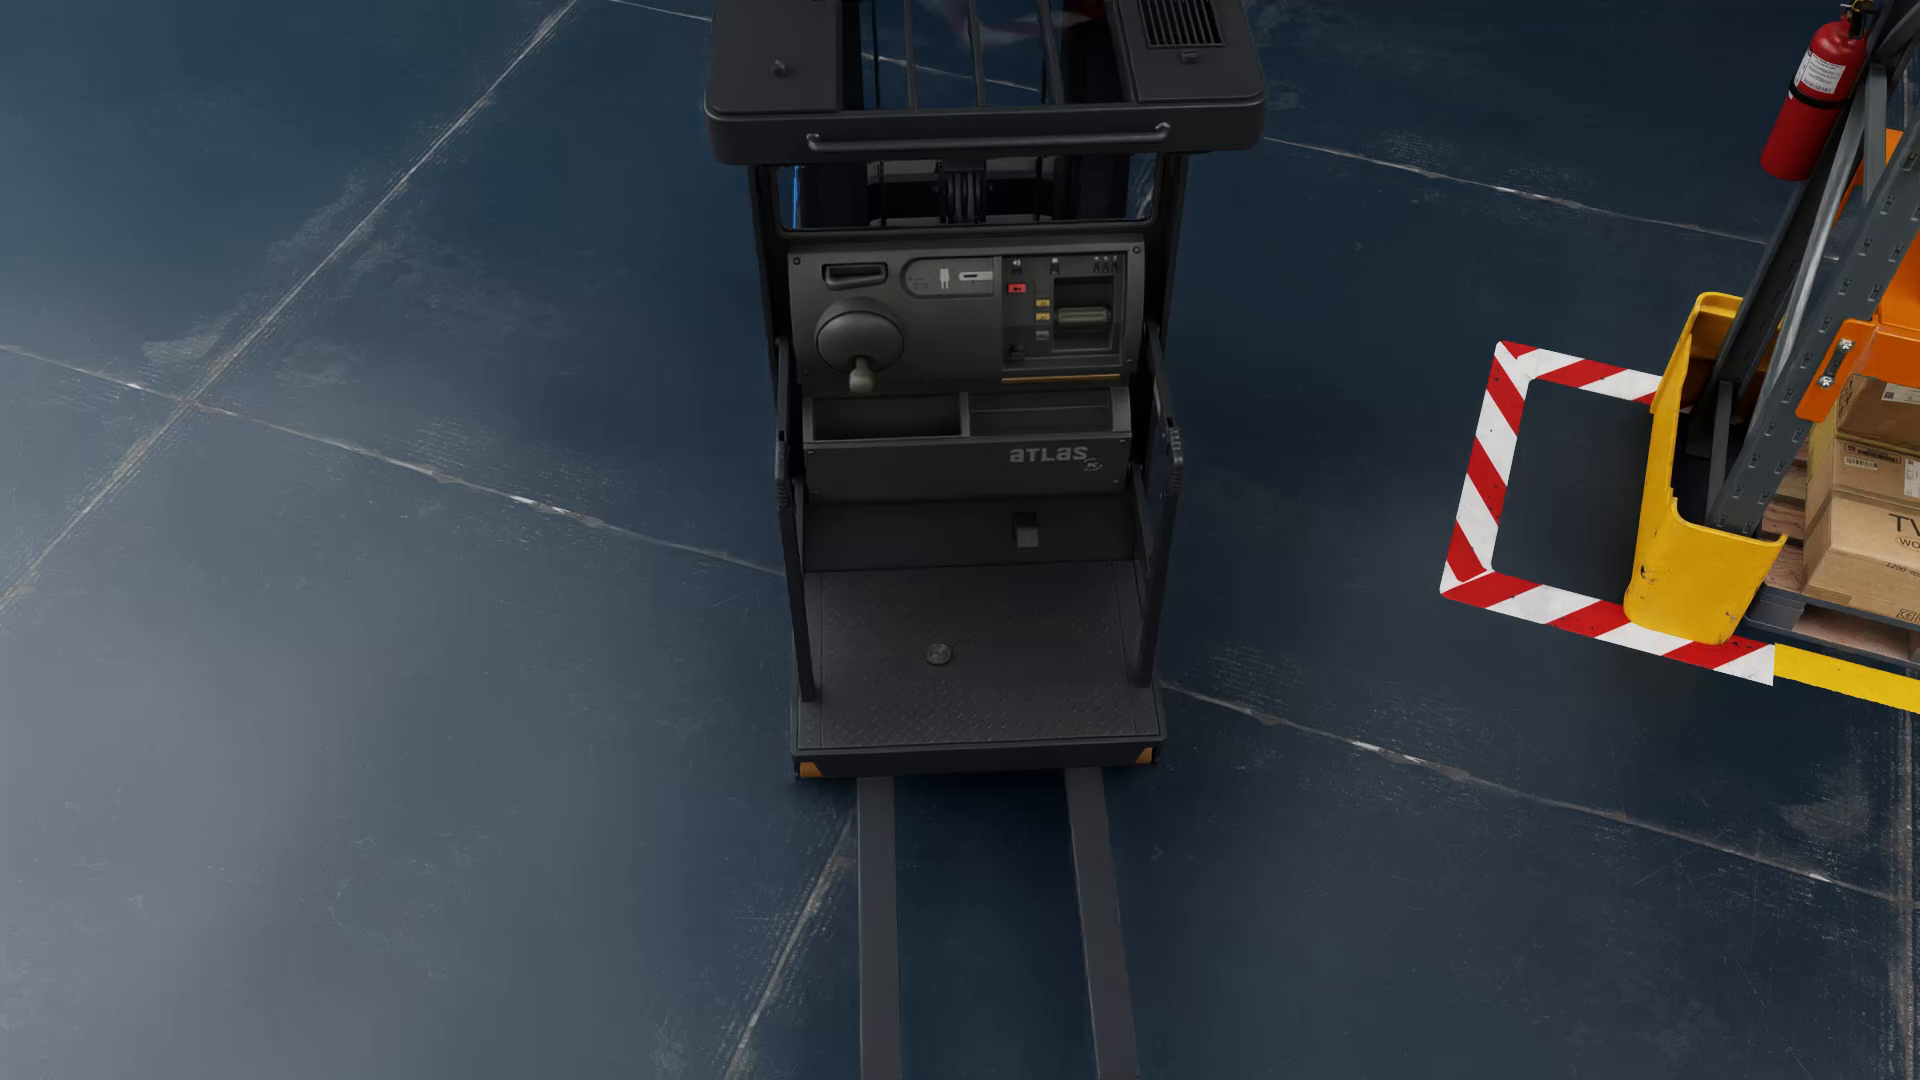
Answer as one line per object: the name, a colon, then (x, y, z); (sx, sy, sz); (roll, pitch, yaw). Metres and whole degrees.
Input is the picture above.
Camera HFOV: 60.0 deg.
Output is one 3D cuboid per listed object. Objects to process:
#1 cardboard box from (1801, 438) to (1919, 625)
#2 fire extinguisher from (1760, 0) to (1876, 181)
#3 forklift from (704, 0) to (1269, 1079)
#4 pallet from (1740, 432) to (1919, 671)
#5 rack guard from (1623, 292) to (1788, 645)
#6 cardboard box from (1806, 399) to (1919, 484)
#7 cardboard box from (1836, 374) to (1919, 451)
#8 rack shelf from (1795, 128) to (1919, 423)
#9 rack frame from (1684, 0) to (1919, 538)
cardboard box: (3.007, -0.014, 5.319); (0.500, 0.250, 0.500); (16, 51, 13)
fire extinguisher: (2.631, -1.410, 5.039); (0.183, 0.674, 0.296); (16, 51, 13)
forklift: (0.033, -0.490, 4.235); (1.130, 2.935, 3.031); (-2, 49, -2)
pallet: (3.313, 0.008, 5.603); (1.213, 0.211, 1.003); (16, 51, 13)
rack guard: (2.558, -0.263, 5.647); (0.348, 0.500, 1.175); (16, 51, 13)
cardboard box: (3.186, -0.381, 5.637); (0.500, 0.250, 0.500); (16, 51, 13)
cardboard box: (3.187, -0.629, 5.355); (0.500, 0.500, 0.500); (16, 51, 13)
rack shelf: (4.457, -0.316, 4.515); (4.000, 0.370, 1.077); (16, 51, 13)
rack frame: (2.581, -1.075, 4.697); (0.127, 3.000, 1.000); (16, 51, 13)
